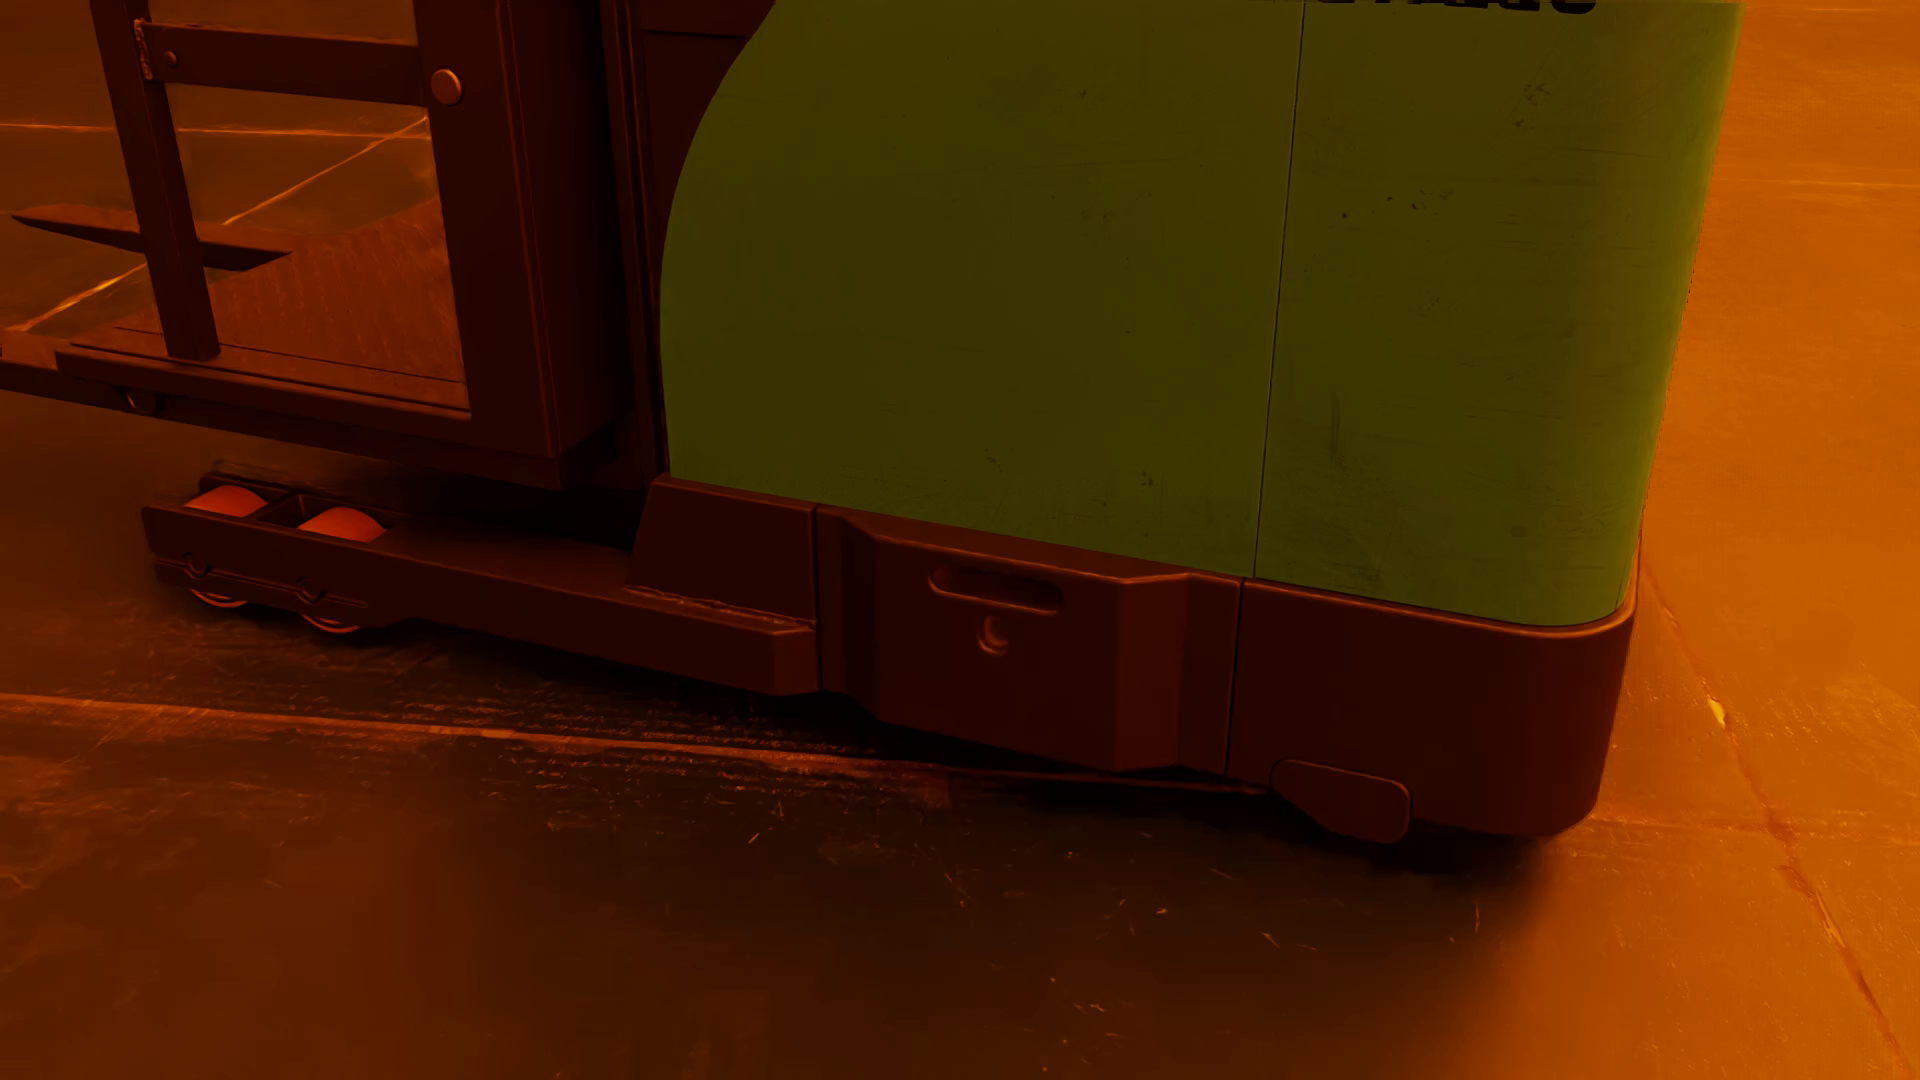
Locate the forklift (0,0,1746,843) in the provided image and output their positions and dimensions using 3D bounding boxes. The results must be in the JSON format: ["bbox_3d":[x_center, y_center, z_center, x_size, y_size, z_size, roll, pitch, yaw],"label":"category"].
[{"bbox_3d":[-0.573,-1.392,2.008,3.031,2.935,1.130,10,28,19],"label":"forklift"}]
